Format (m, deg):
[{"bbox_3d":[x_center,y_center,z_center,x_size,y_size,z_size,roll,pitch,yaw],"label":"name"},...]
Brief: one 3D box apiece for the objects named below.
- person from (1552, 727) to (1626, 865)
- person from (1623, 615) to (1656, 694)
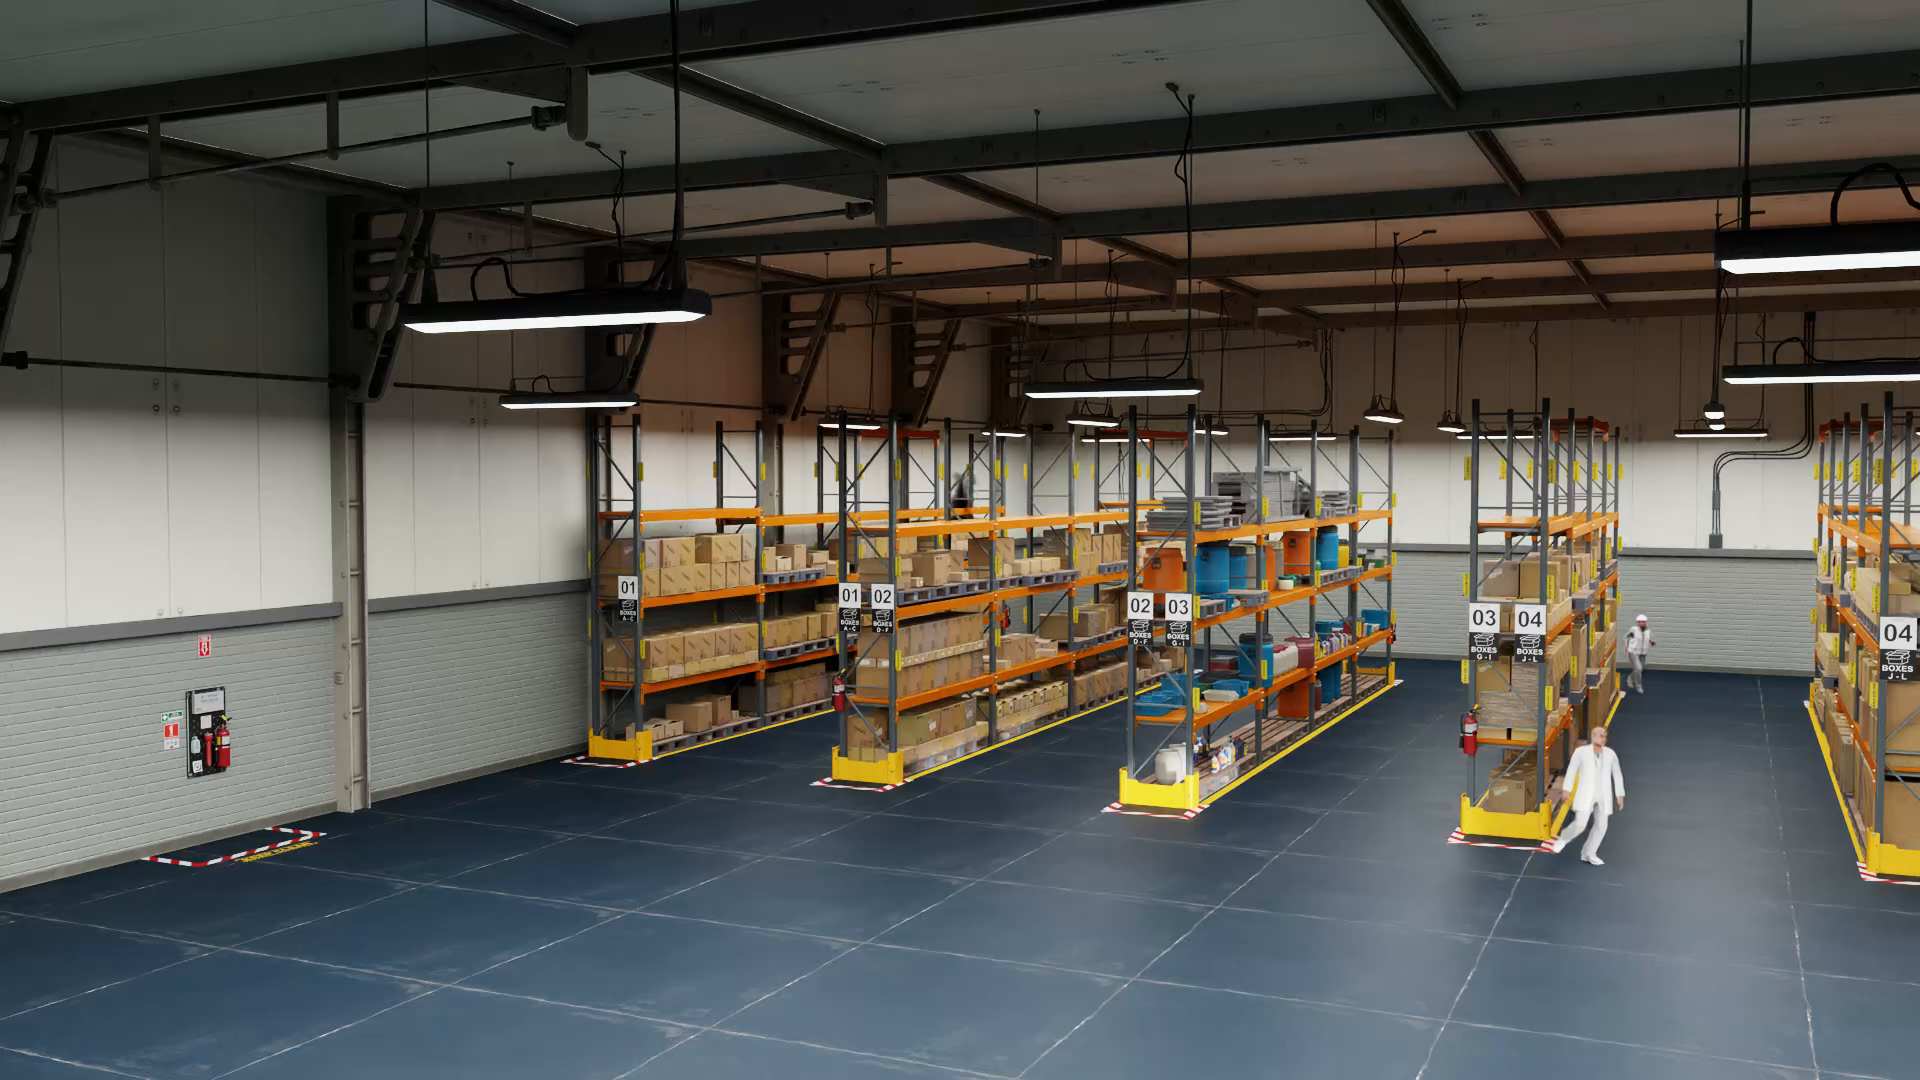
[{"bbox_3d":[8.021,3.250,21.259,0.812,1.743,0.630,0,2,1],"label":"person"},{"bbox_3d":[15.398,2.566,37.705,0.625,1.761,0.998,0,2,-8],"label":"person"}]
